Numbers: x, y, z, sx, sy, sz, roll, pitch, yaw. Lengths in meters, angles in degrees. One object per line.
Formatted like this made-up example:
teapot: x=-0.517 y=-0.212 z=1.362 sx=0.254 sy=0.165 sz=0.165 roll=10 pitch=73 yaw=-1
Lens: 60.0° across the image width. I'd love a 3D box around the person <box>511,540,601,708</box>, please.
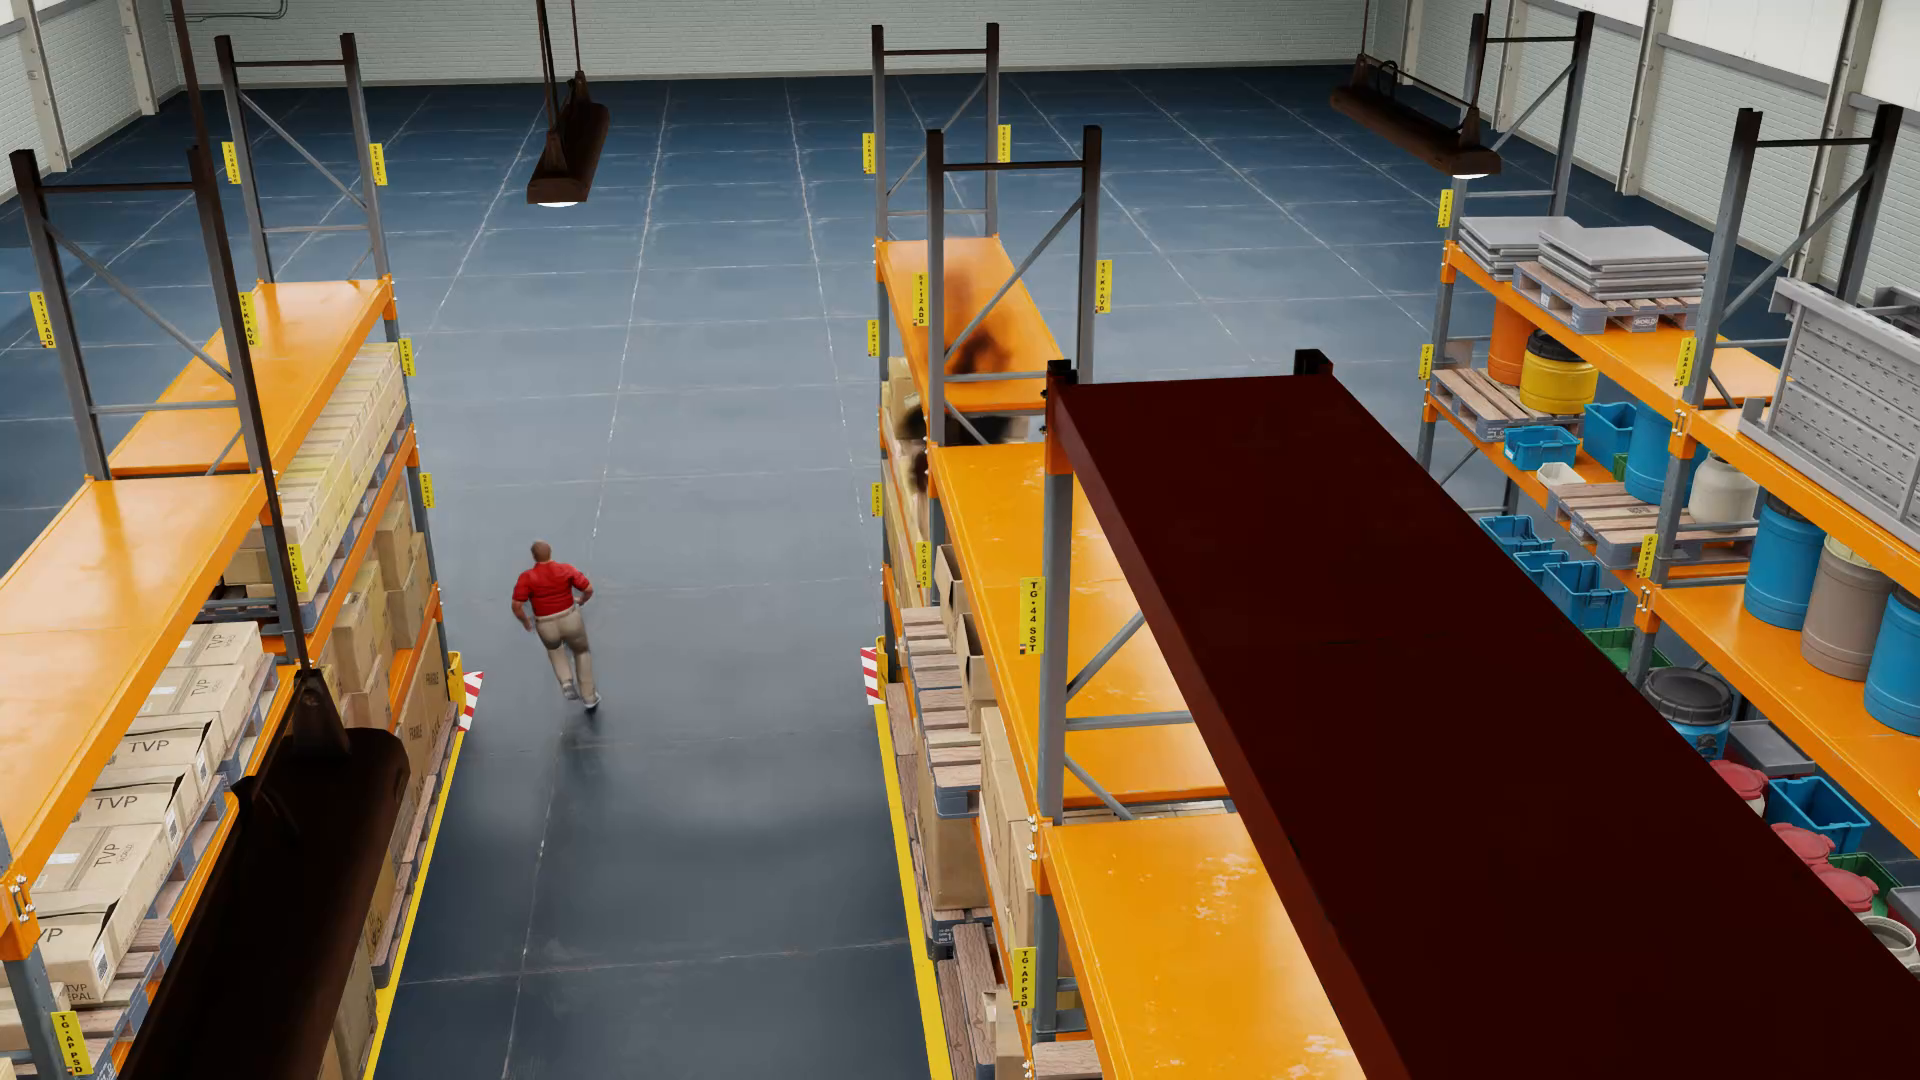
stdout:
person: x=-3.662 y=0.740 z=15.042 sx=0.719 sy=1.678 sz=0.549 roll=-7 pitch=26 yaw=-13
